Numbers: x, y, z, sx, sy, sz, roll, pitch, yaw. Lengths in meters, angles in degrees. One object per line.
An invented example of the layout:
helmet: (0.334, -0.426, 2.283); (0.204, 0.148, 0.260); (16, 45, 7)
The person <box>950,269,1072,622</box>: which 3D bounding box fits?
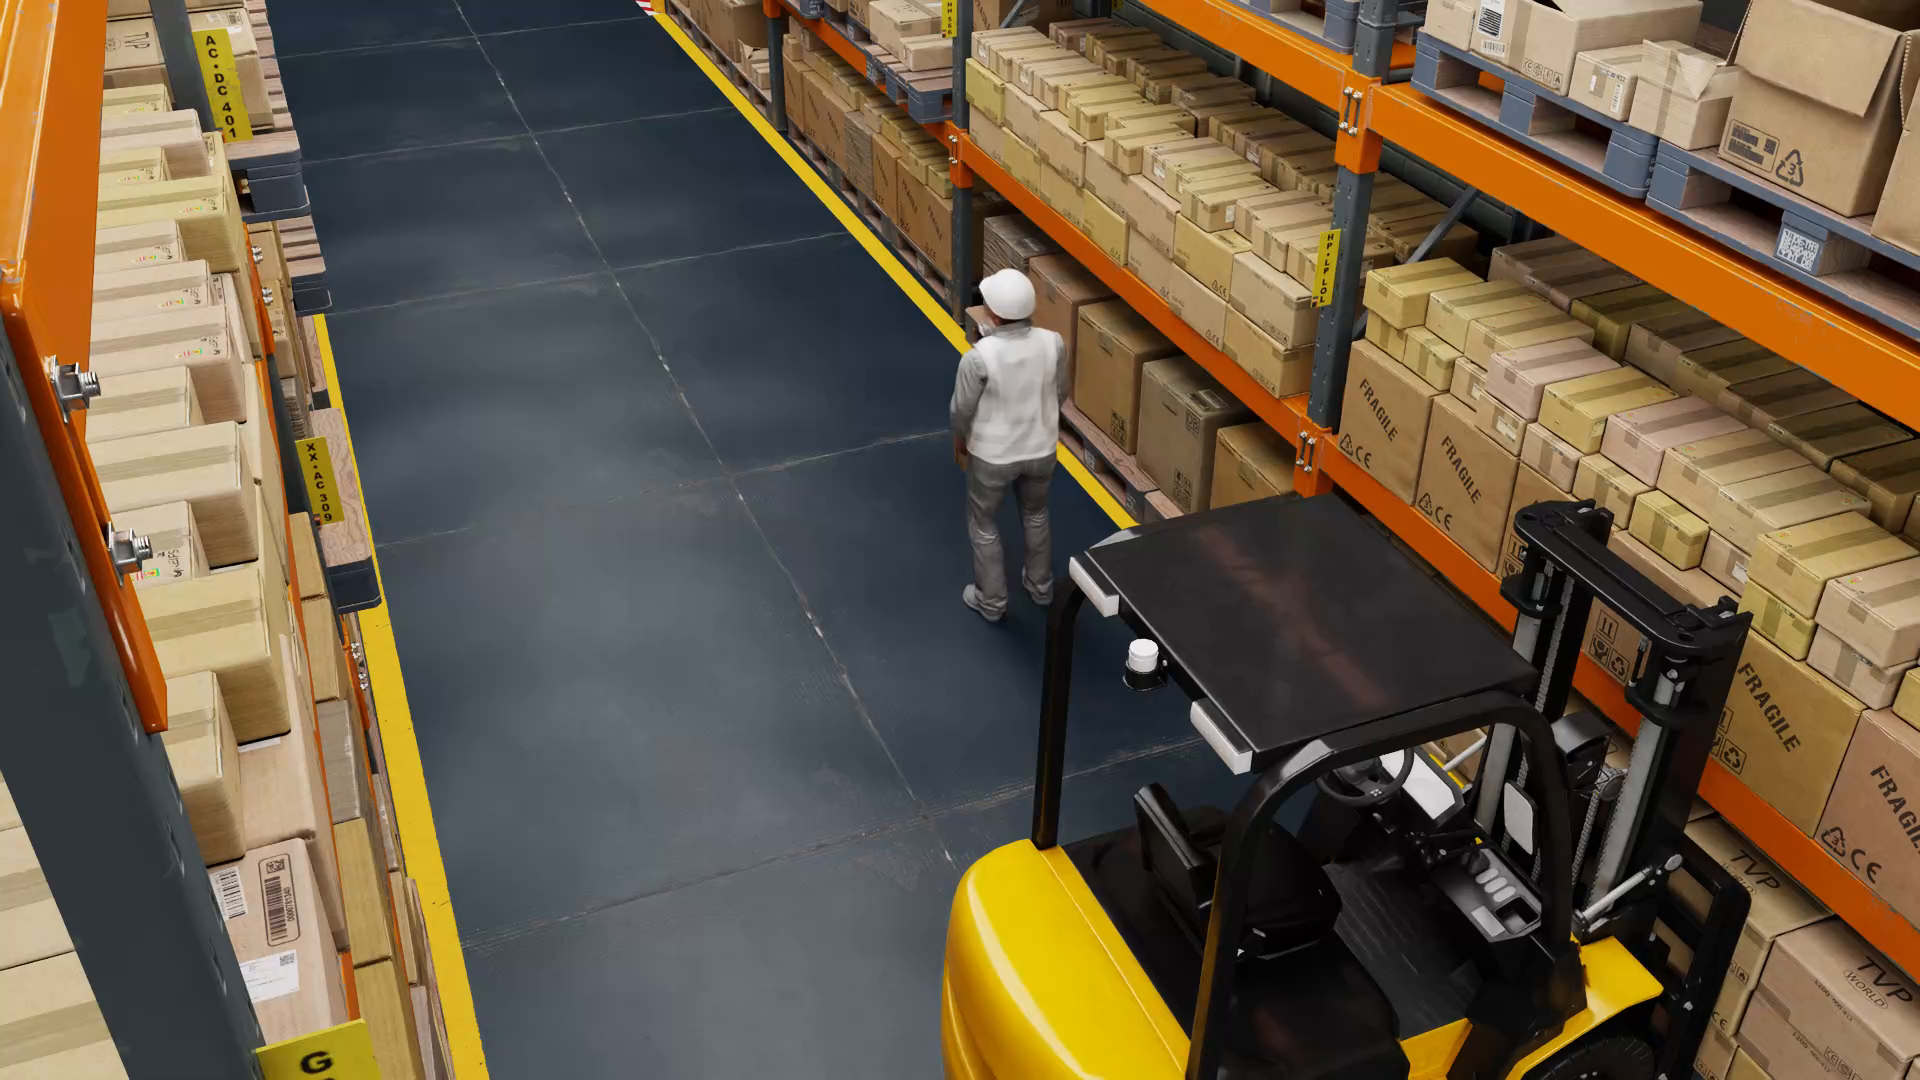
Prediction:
person: (0.223, -0.456, 7.823); (0.608, 1.760, 0.435); (-12, 35, -18)
